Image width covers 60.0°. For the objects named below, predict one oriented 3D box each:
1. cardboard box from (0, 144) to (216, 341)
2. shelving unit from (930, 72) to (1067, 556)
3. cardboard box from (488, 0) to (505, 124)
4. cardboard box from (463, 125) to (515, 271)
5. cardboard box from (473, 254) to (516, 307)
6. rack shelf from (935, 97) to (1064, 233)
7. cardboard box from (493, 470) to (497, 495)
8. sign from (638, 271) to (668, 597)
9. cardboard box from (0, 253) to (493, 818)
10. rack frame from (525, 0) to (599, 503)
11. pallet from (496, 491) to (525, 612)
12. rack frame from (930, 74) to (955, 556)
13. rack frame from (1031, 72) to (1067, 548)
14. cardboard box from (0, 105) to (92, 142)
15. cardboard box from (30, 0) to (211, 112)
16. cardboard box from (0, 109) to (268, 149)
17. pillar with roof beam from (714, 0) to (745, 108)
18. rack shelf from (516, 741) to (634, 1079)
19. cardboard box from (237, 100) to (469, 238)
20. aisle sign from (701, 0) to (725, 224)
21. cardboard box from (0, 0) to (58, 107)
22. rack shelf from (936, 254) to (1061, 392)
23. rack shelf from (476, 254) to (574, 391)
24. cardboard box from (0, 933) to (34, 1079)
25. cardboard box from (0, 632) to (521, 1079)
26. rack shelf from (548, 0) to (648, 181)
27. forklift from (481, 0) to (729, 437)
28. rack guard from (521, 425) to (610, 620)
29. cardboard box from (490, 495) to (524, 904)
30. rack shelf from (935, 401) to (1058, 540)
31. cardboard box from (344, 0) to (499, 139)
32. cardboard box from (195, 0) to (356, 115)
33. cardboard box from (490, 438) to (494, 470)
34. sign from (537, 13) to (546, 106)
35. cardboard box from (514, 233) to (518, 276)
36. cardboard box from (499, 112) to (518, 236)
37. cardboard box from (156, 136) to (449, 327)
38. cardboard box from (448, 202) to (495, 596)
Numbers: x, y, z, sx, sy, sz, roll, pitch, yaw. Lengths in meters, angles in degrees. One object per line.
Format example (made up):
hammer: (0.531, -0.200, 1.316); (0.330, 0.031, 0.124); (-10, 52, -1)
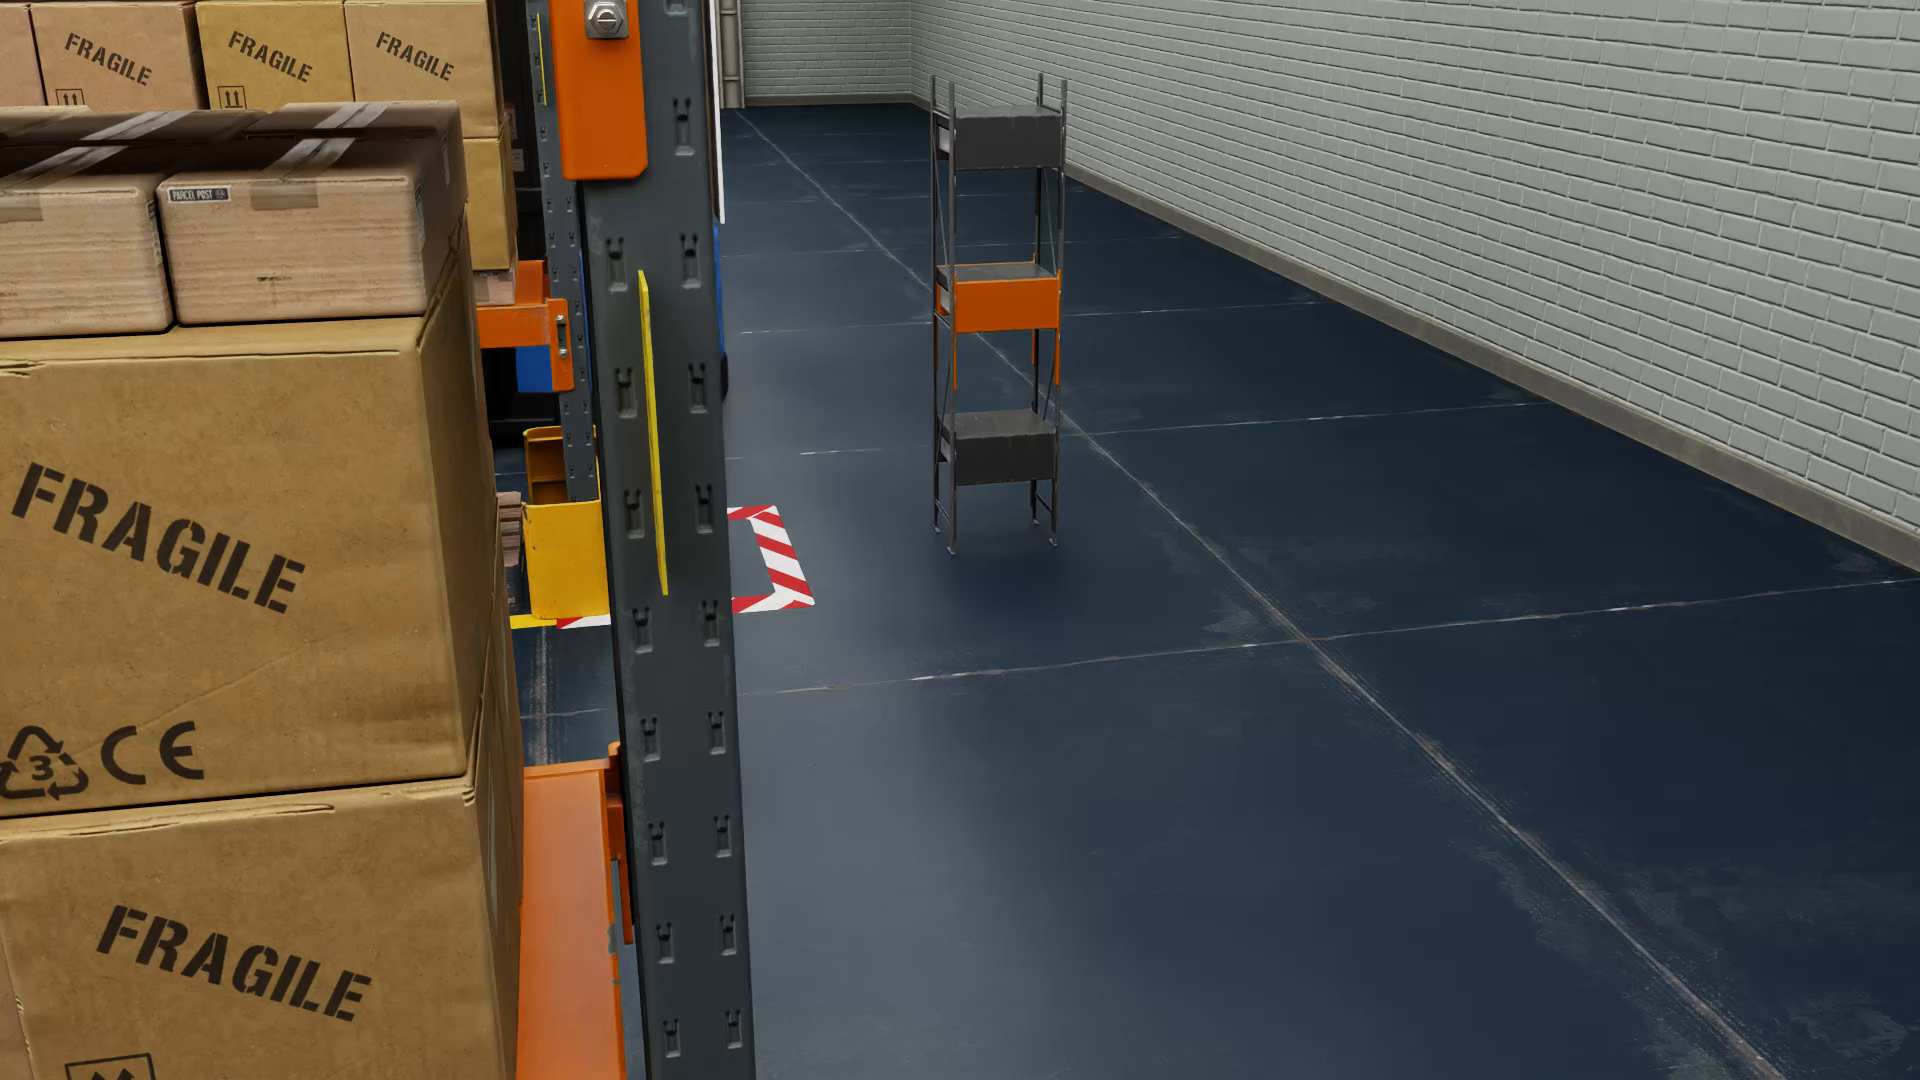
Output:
cardboard box: (-0.975, -0.335, 1.825); (0.250, 0.149, 0.380); (-4, 21, -11)
shelving unit: (0.161, -0.999, 7.489); (0.503, 2.100, 0.431); (-5, 21, -12)
cardboard box: (-2.165, -1.996, 6.870); (0.500, 0.500, 0.500); (-5, 21, -13)
cardboard box: (-2.045, -1.351, 6.564); (0.500, 0.500, 0.500); (-4, 21, -11)
cardboard box: (-1.919, -1.048, 6.679); (0.250, 0.149, 0.380); (-5, 21, -12)
rack shelf: (0.161, -1.644, 7.253); (0.480, 0.518, 0.431); (-5, 21, -12)
cardboard box: (-2.251, -0.210, 7.562); (0.250, 0.149, 0.380); (-4, 21, -11)
sign: (-0.318, -0.109, 1.725); (0.005, 0.325, 0.100); (-5, 21, -12)
cardboard box: (-0.844, -0.036, 1.953); (0.500, 0.500, 0.500); (-4, 20, -11)
rack frame: (-1.667, -1.286, 6.965); (0.127, 3.000, 1.000); (-5, 21, -12)
pallet: (-2.540, 0.082, 7.285); (1.213, 0.211, 1.003); (-5, 21, -12)
rack frame: (-0.076, -0.980, 7.436); (0.015, 2.100, 0.400); (-5, 21, -12)
rack frame: (0.399, -1.018, 7.542); (0.015, 2.100, 0.400); (-5, 21, -12)
cardboard box: (-1.357, -0.496, 2.266); (0.250, 0.149, 0.380); (-4, 20, -11)
cardboard box: (-3.052, -1.739, 6.168); (0.500, 0.500, 0.500); (-4, 20, -10)
cardboard box: (-1.078, -0.478, 2.217); (0.250, 0.149, 0.380); (-4, 21, -11)
pillar with roof beam: (-2.711, -9.808, 21.506); (0.400, 9.000, 9.100); (-5, 21, -12)
rack shelf: (-2.376, 0.859, 2.155); (4.000, 0.370, 1.077); (-5, 21, -12)
cardboard box: (-0.839, -0.523, 2.339); (0.250, 0.149, 0.380); (-4, 21, -11)
aisle sign: (-0.288, -0.760, 1.749); (0.004, 0.787, 0.394); (-5, 21, -12)
cardboard box: (-3.566, -1.696, 6.051); (0.500, 0.500, 0.500); (-5, 21, -14)
rack shelf: (0.161, -0.986, 7.494); (0.480, 0.518, 0.431); (-5, 21, -12)
rack shelf: (-3.614, -0.790, 6.657); (4.000, 0.370, 1.077); (-5, 21, -12)
cardboard box: (-1.330, 0.477, 2.006); (0.500, 0.500, 0.500); (-5, 21, -14)
cardboard box: (-0.838, 0.443, 2.100); (0.500, 0.500, 0.500); (-5, 21, -12)
rack shelf: (-2.376, -0.550, 1.639); (4.000, 0.370, 1.077); (-5, 21, -12)
forklift: (-2.902, -2.063, 9.185); (3.031, 2.935, 1.130); (-1, 20, -3)
rack guard: (-1.741, -0.106, 7.378); (0.348, 0.500, 1.175); (-5, 21, -12)
cardboard box: (-0.963, 0.258, 2.605); (0.500, 0.500, 0.500); (-5, 21, -13)
rack shelf: (0.161, -0.329, 7.735); (0.480, 0.518, 0.431); (-5, 21, -12)
cardboard box: (-2.055, -1.823, 6.398); (0.500, 0.500, 0.500); (-5, 21, -14)
cardboard box: (-2.548, -1.783, 6.289); (0.500, 0.500, 0.500); (-5, 21, -14)
cardboard box: (-2.236, -0.329, 7.453); (0.250, 0.149, 0.380); (-4, 20, -10)
sign: (-1.559, -1.791, 6.200); (0.005, 0.325, 0.100); (-5, 21, -12)
cardboard box: (-2.058, -1.252, 7.238); (0.250, 0.149, 0.380); (-5, 21, -13)
cardboard box: (-2.168, -1.530, 7.052); (0.500, 0.500, 0.500); (-4, 20, -10)
cardboard box: (-0.733, -0.363, 1.902); (0.250, 0.149, 0.380); (-4, 21, -12)
cardboard box: (-0.962, -0.211, 2.431); (0.500, 0.500, 0.500); (-5, 21, -14)
